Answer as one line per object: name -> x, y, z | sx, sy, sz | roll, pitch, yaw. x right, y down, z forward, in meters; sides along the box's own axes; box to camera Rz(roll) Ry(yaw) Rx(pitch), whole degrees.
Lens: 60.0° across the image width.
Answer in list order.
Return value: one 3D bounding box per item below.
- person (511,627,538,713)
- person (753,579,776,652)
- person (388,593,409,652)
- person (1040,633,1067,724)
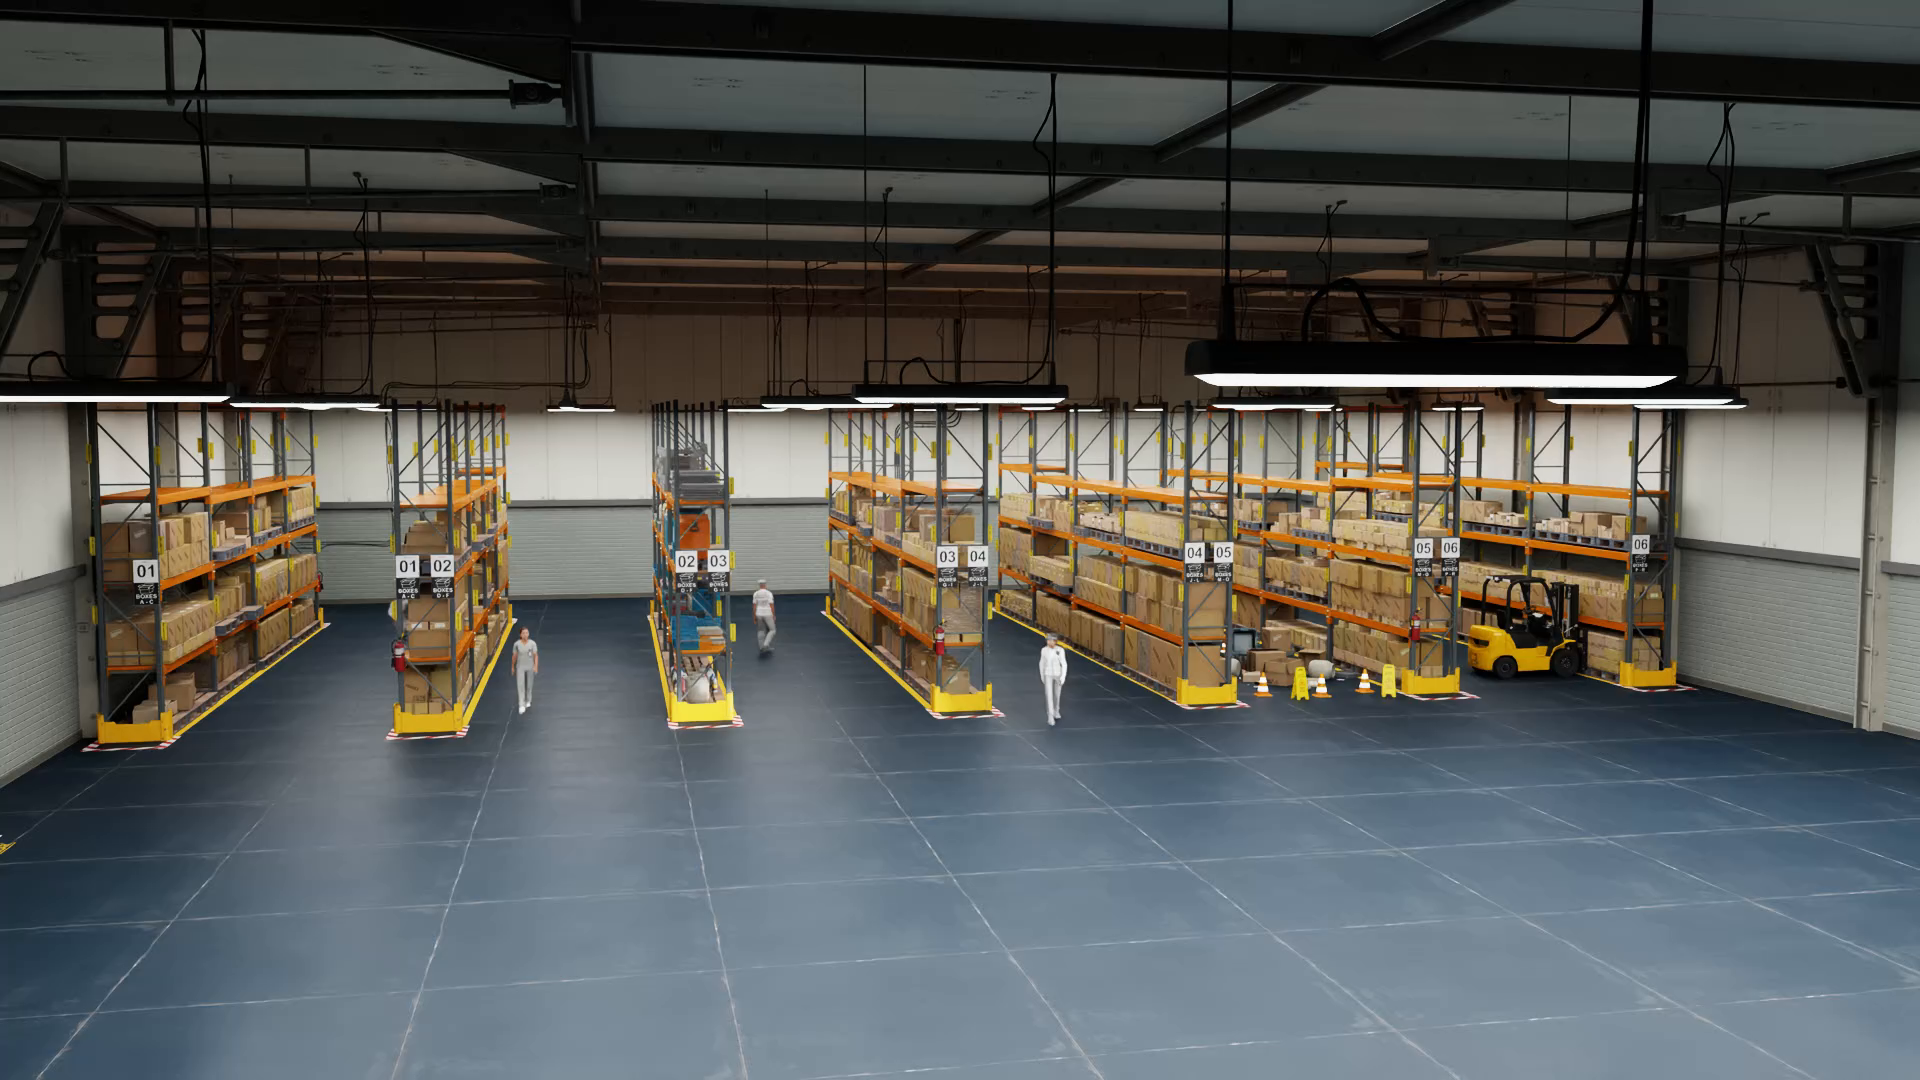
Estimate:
person -> -8.370, 2.475, 32.022 | 0.492, 1.600, 1.044 | -2, 5, -21
person -> -4.723, 1.832, 40.043 | 0.573, 1.756, 0.528 | 2, 5, 21
person -> -13.373, 1.951, 39.779 | 0.487, 1.514, 0.782 | 0, 4, -3
person -> 1.738, 2.546, 30.973 | 0.512, 1.642, 0.865 | 0, 4, 4
